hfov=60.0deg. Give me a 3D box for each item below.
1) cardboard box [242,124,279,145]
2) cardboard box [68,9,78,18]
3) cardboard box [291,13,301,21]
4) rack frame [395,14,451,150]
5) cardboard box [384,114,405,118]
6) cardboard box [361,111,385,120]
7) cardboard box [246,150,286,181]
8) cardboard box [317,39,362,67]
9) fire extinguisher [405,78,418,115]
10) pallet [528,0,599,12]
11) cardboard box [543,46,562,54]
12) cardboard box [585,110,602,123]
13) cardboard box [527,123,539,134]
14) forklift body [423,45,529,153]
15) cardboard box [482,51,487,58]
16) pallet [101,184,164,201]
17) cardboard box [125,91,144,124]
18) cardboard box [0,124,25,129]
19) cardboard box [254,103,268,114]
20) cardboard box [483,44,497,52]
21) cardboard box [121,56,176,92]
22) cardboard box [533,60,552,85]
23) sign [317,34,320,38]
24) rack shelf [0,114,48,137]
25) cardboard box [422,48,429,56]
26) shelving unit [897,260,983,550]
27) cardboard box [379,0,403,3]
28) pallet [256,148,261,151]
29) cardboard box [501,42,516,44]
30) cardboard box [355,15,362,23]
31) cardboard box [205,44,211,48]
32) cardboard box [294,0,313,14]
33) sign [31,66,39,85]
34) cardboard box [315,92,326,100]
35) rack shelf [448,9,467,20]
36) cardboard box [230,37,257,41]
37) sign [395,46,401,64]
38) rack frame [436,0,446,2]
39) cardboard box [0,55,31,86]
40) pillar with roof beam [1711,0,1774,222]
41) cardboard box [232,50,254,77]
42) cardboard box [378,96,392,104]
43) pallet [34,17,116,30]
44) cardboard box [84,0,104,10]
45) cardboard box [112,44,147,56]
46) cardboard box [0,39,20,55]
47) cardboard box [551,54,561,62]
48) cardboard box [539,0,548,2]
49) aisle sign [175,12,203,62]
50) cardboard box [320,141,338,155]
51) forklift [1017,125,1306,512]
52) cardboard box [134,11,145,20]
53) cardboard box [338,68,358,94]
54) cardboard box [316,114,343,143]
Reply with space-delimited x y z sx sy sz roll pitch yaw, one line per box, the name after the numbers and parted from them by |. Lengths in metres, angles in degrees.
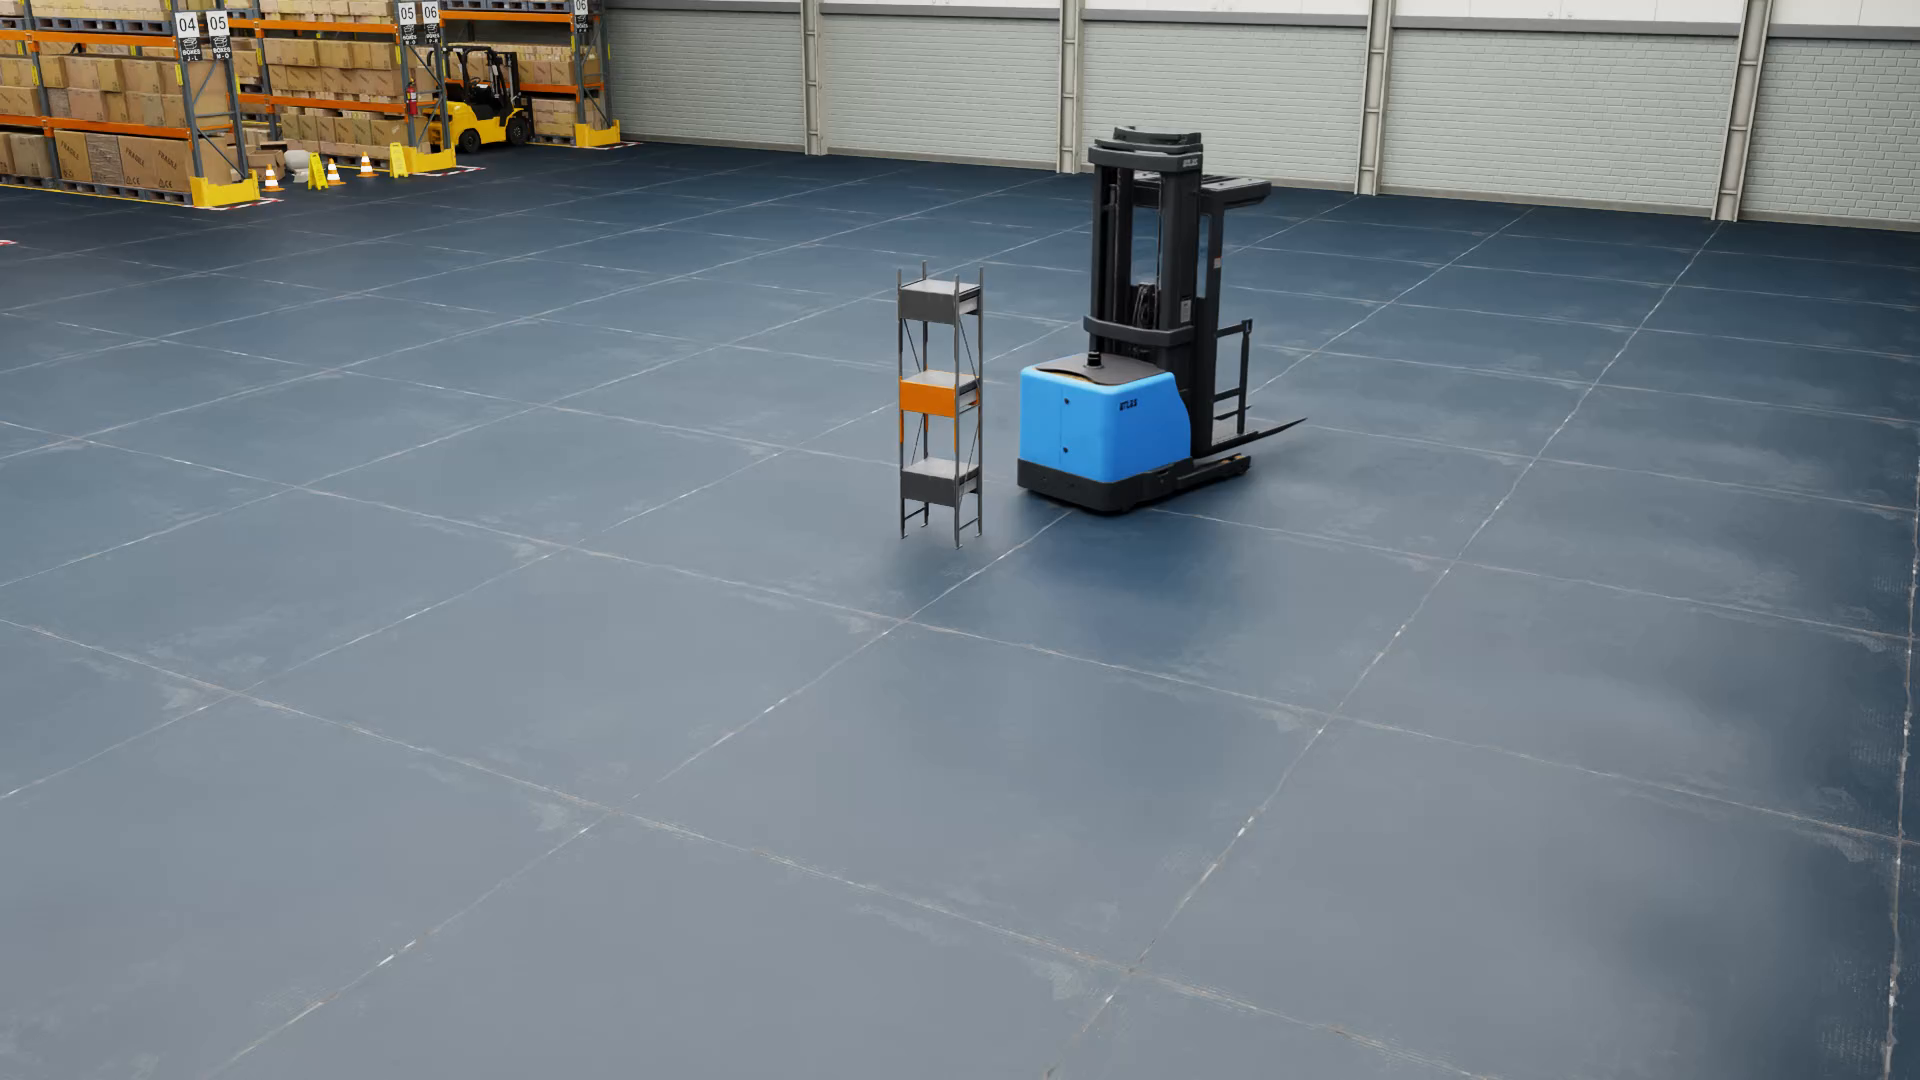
-15.147 -8.668 35.601 0.625 0.372 0.950 12 23 31 | cardboard box
-15.343 -9.217 29.082 0.250 0.149 0.380 10 22 26 | cardboard box
-13.235 -10.546 33.510 0.250 0.149 0.380 12 23 29 | cardboard box
-10.566 -8.836 32.825 0.127 3.000 1.000 11 23 27 | rack frame
-11.615 -8.399 33.938 0.500 0.500 0.500 10 22 25 | cardboard box
-11.746 -8.495 33.251 0.250 0.149 0.380 12 23 29 | cardboard box
-13.334 -7.201 31.979 0.637 0.503 0.797 -4 20 -10 | cardboard box
-12.420 -9.778 33.372 0.500 0.500 0.700 11 22 27 | cardboard box
-10.691 -8.643 32.408 0.183 0.674 0.296 11 23 27 | fire extinguisher
-8.754 -11.808 36.750 1.213 0.211 1.003 11 23 27 | pallet
-9.037 -10.870 36.899 0.250 0.149 0.380 11 23 28 | cardboard box
-8.458 -9.594 37.599 0.500 0.250 0.500 11 23 28 | cardboard box
-9.575 -9.375 37.727 0.500 0.250 0.500 11 23 28 | cardboard box
-10.694 -9.688 36.418 1.214 2.155 2.313 11 23 27 | forklift body
-10.616 -11.015 37.735 0.250 0.149 0.380 11 22 27 | cardboard box
-14.689 -6.348 30.055 1.213 0.211 1.003 11 23 27 | pallet
-14.157 -7.680 29.418 0.550 0.550 0.875 11 23 27 | cardboard box
-18.624 -7.543 31.945 0.750 0.750 1.050 11 23 28 | cardboard box
-17.409 -11.015 41.882 0.500 0.500 0.500 10 22 26 | cardboard box
-10.594 -11.165 37.712 0.250 0.149 0.380 10 22 26 | cardboard box
-14.145 -8.195 29.253 0.550 0.550 0.875 11 23 27 | cardboard box
-9.155 -10.454 37.139 0.500 0.500 0.500 12 23 29 | cardboard box
-15.389 -11.989 39.935 0.005 0.325 0.100 11 23 27 | sign
-18.130 -8.005 31.590 4.000 0.370 1.077 11 23 27 | rack shelf
-12.282 -11.360 38.685 0.250 0.149 0.380 10 22 27 | cardboard box
-0.145 -1.015 12.583 0.503 2.100 0.431 11 23 27 | shelving unit
-11.006 -10.471 32.133 0.250 0.149 0.380 11 23 28 | cardboard box
-14.739 -8.319 35.490 1.213 0.211 1.003 11 23 27 | pallet
-10.313 -11.342 38.200 0.250 0.149 0.380 10 22 26 | cardboard box
-11.651 -10.252 32.698 0.250 0.149 0.380 11 23 28 | cardboard box
-15.985 -10.668 35.724 0.250 0.149 0.380 10 22 25 | cardboard box
-12.922 -10.656 33.227 0.500 0.250 0.500 11 23 28 | cardboard box
-16.640 -8.355 29.917 0.005 0.325 0.100 11 23 27 | sign
-12.828 -9.020 33.700 0.250 0.149 0.380 11 23 28 | cardboard box
-13.387 -12.384 39.263 4.000 0.370 1.077 11 23 27 | rack shelf
-17.860 -12.321 41.671 0.500 0.500 0.700 11 23 28 | cardboard box
-10.855 -9.367 32.128 0.005 0.325 0.100 11 23 27 | sign
-11.641 -13.800 37.712 0.127 3.000 1.000 11 23 27 | rack frame
-17.712 -8.778 31.052 0.500 0.500 0.700 11 23 28 | cardboard box
10.536 -8.246 22.401 0.400 9.000 9.100 11 23 27 | pillar with roof beam
-15.007 -9.976 34.769 0.500 0.500 0.500 11 23 28 | cardboard box
-11.272 -8.726 32.889 0.250 0.149 0.380 10 22 27 | cardboard box
-15.675 -9.240 29.670 1.213 0.211 1.003 11 23 27 | pallet
-14.770 -9.319 28.779 0.500 0.250 0.500 11 23 28 | cardboard box
-18.129 -10.692 36.328 0.500 0.500 0.500 10 22 26 | cardboard box
-21.589 -11.345 38.129 0.500 0.500 0.500 11 22 27 | cardboard box
-8.826 -10.674 36.795 0.250 0.149 0.380 11 23 28 | cardboard box
-9.020 -11.898 36.474 0.250 0.149 0.380 10 22 26 | cardboard box
-12.977 -8.467 27.995 0.004 0.787 0.394 11 23 27 | aisle sign
-12.739 -8.055 34.088 0.500 0.250 0.500 10 22 27 | cardboard box
1.881 -2.013 14.116 3.031 2.935 1.130 -19 27 -41 | forklift
-13.792 -8.921 28.267 0.250 0.149 0.380 11 23 28 | cardboard box
-12.045 -9.200 33.246 0.500 0.500 0.500 11 23 27 | cardboard box
-12.750 -8.408 33.962 0.500 0.500 0.500 12 23 30 | cardboard box
